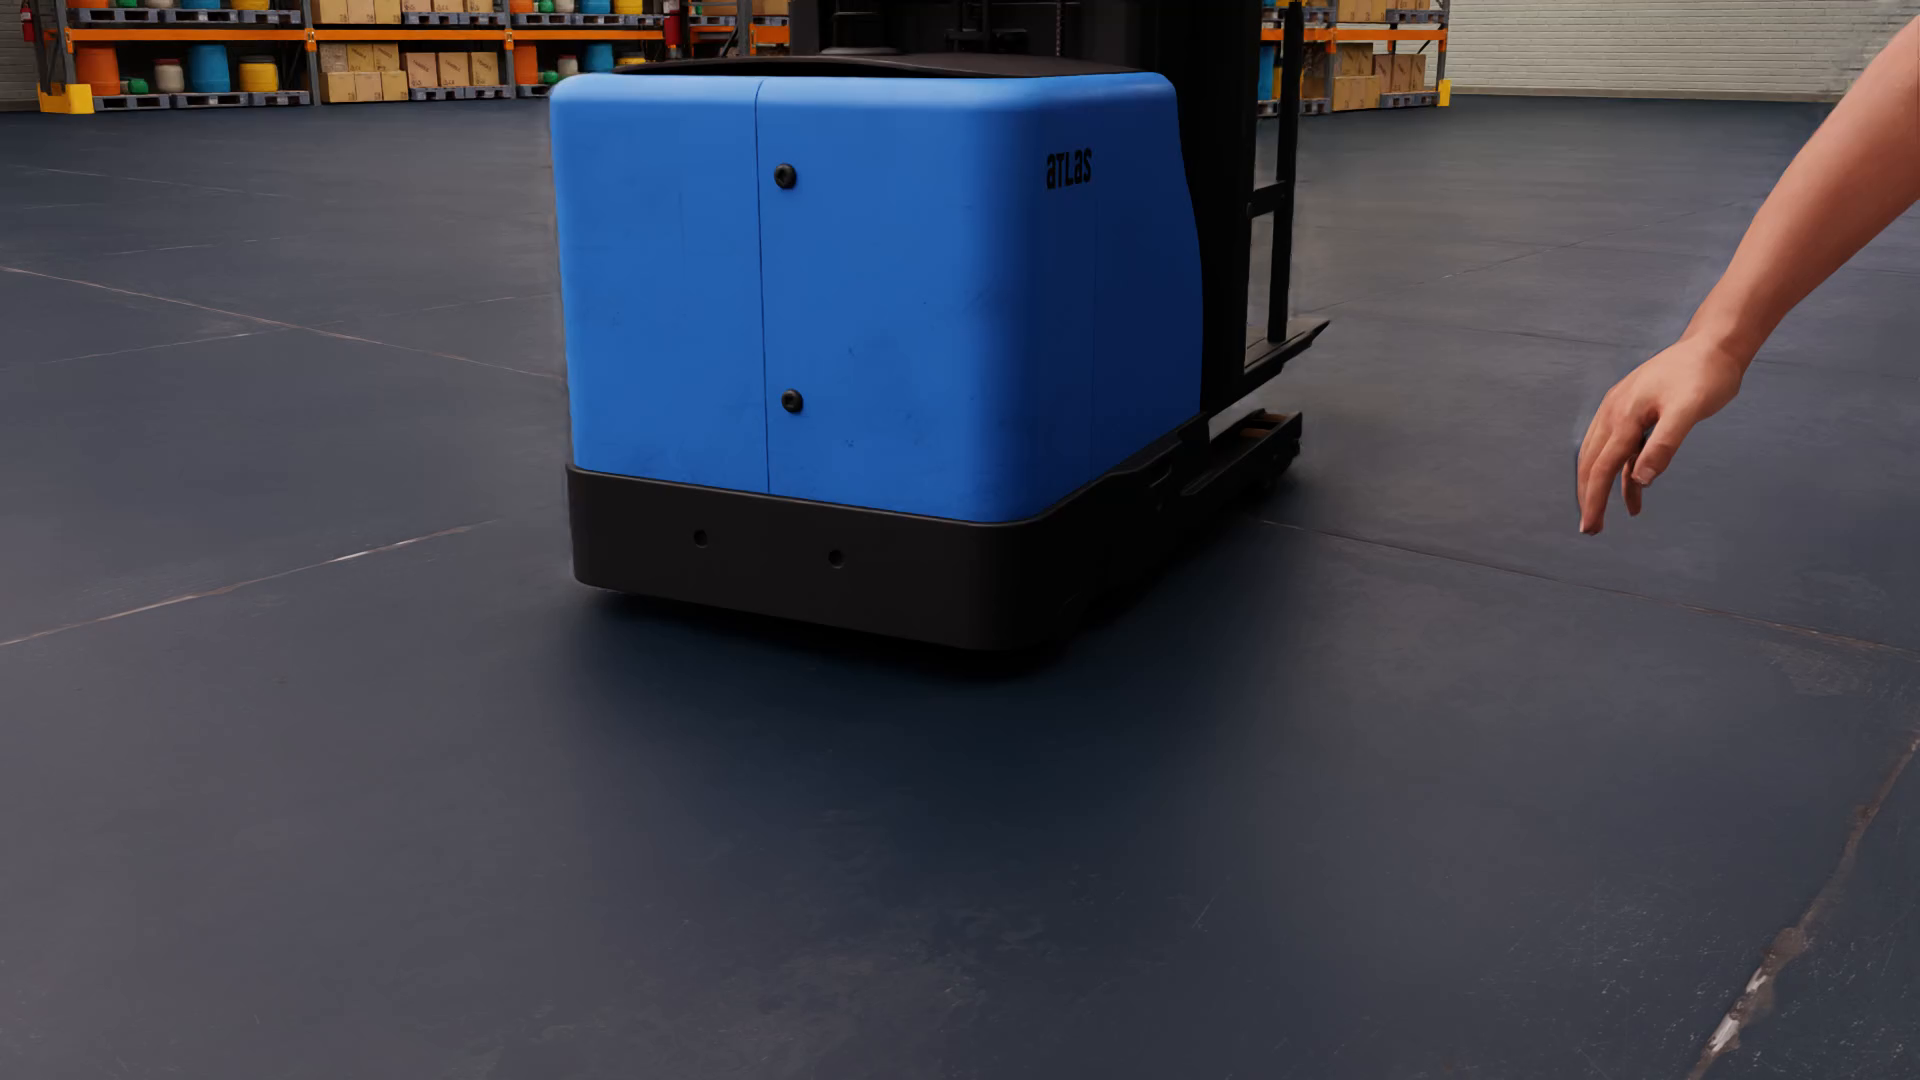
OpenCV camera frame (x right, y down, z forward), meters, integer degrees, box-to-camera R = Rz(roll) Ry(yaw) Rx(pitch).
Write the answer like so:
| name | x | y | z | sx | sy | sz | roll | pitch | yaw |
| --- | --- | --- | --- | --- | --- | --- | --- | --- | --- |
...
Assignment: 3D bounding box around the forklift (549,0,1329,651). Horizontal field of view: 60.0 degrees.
| name | x | y | z | sx | sy | sz | roll | pitch | yaw |
| --- | --- | --- | --- | --- | --- | --- | --- | --- | --- |
| forklift | 0.288 | -1.582 | 4.109 | 1.130 | 2.935 | 3.031 | 8 | 19 | 24 |
